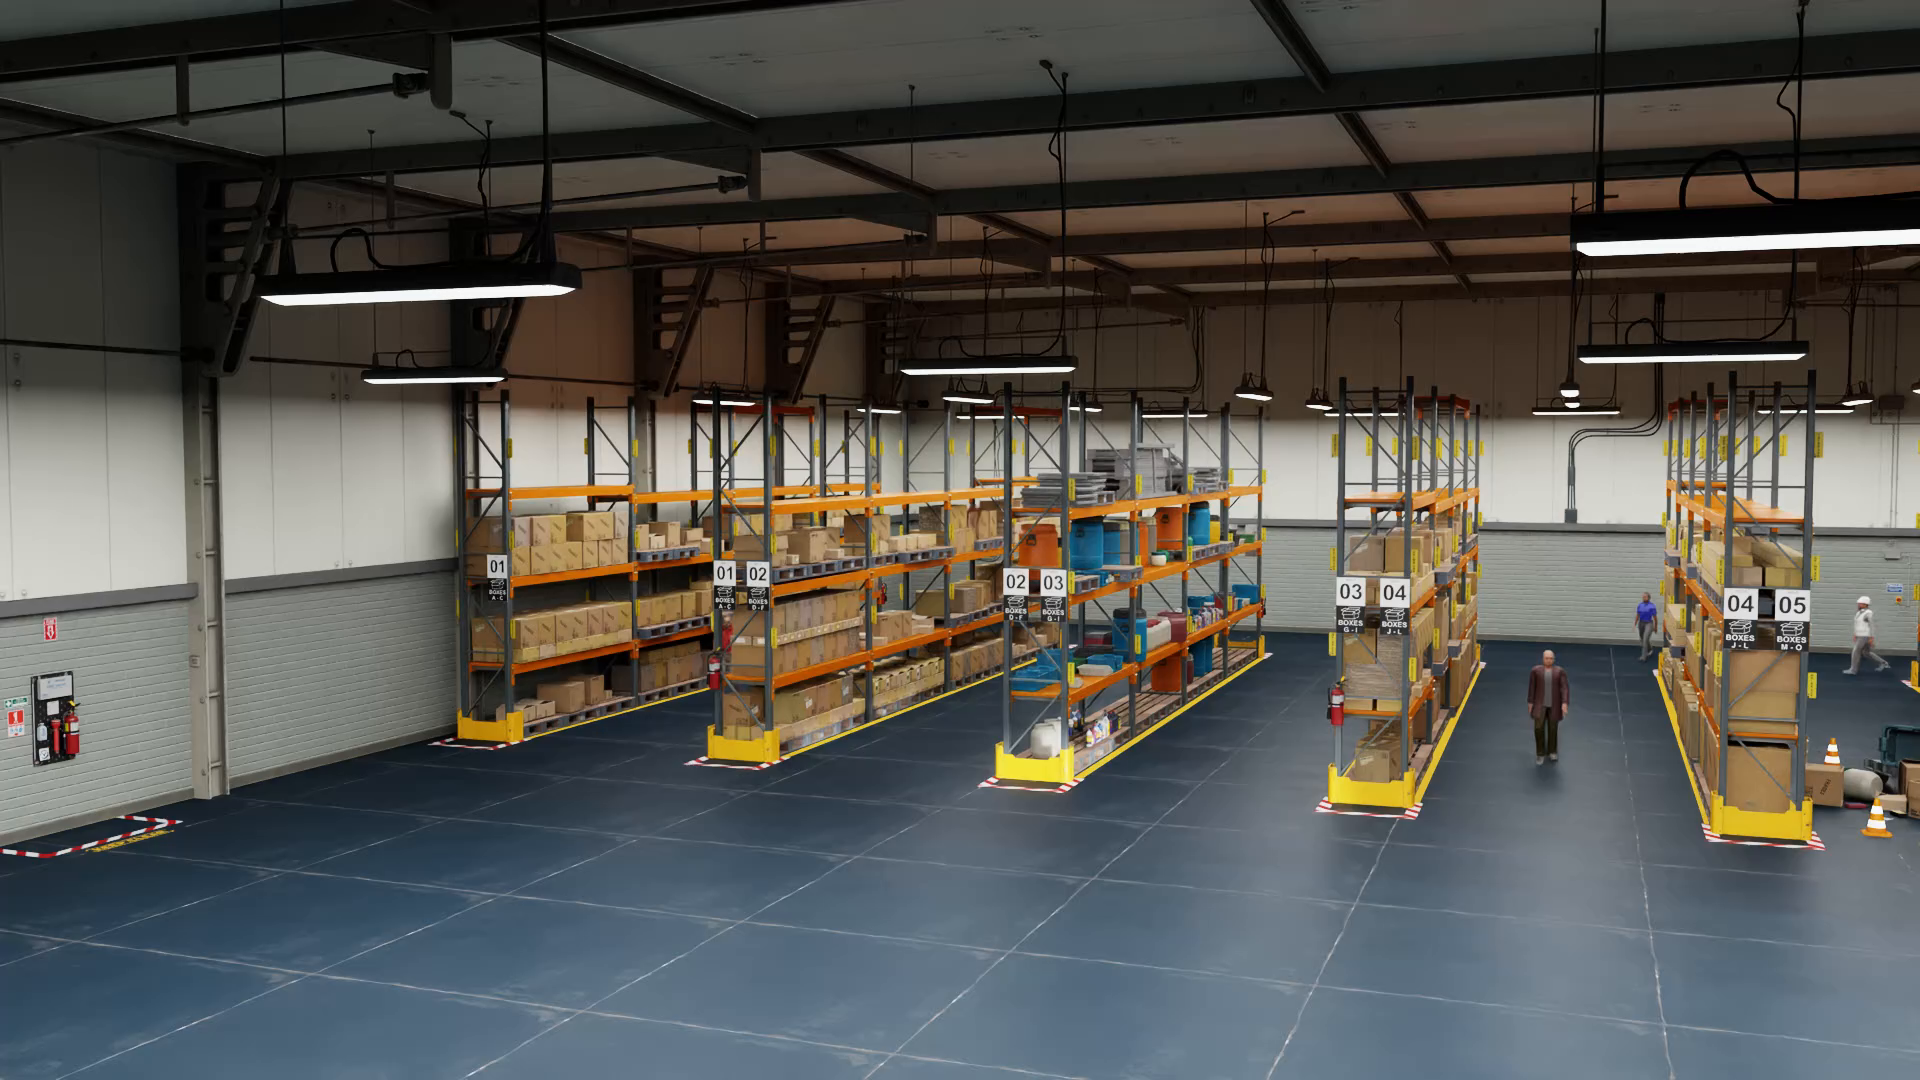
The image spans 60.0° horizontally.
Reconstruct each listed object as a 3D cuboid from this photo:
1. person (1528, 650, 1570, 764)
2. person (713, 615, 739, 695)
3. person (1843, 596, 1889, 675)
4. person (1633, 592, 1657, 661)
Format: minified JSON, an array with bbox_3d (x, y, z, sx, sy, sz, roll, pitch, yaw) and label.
[{"bbox_3d":[9.395,2.675,26.553,0.632,1.844,0.590,1,3,20],"label":"person"},{"bbox_3d":[-4.584,2.335,32.873,0.602,1.724,0.782,0,3,-8],"label":"person"},{"bbox_3d":[19.992,2.108,36.682,0.964,1.742,0.545,1,3,14],"label":"person"},{"bbox_3d":[16.217,2.017,39.266,1.016,1.597,0.484,-3,4,-43],"label":"person"}]
